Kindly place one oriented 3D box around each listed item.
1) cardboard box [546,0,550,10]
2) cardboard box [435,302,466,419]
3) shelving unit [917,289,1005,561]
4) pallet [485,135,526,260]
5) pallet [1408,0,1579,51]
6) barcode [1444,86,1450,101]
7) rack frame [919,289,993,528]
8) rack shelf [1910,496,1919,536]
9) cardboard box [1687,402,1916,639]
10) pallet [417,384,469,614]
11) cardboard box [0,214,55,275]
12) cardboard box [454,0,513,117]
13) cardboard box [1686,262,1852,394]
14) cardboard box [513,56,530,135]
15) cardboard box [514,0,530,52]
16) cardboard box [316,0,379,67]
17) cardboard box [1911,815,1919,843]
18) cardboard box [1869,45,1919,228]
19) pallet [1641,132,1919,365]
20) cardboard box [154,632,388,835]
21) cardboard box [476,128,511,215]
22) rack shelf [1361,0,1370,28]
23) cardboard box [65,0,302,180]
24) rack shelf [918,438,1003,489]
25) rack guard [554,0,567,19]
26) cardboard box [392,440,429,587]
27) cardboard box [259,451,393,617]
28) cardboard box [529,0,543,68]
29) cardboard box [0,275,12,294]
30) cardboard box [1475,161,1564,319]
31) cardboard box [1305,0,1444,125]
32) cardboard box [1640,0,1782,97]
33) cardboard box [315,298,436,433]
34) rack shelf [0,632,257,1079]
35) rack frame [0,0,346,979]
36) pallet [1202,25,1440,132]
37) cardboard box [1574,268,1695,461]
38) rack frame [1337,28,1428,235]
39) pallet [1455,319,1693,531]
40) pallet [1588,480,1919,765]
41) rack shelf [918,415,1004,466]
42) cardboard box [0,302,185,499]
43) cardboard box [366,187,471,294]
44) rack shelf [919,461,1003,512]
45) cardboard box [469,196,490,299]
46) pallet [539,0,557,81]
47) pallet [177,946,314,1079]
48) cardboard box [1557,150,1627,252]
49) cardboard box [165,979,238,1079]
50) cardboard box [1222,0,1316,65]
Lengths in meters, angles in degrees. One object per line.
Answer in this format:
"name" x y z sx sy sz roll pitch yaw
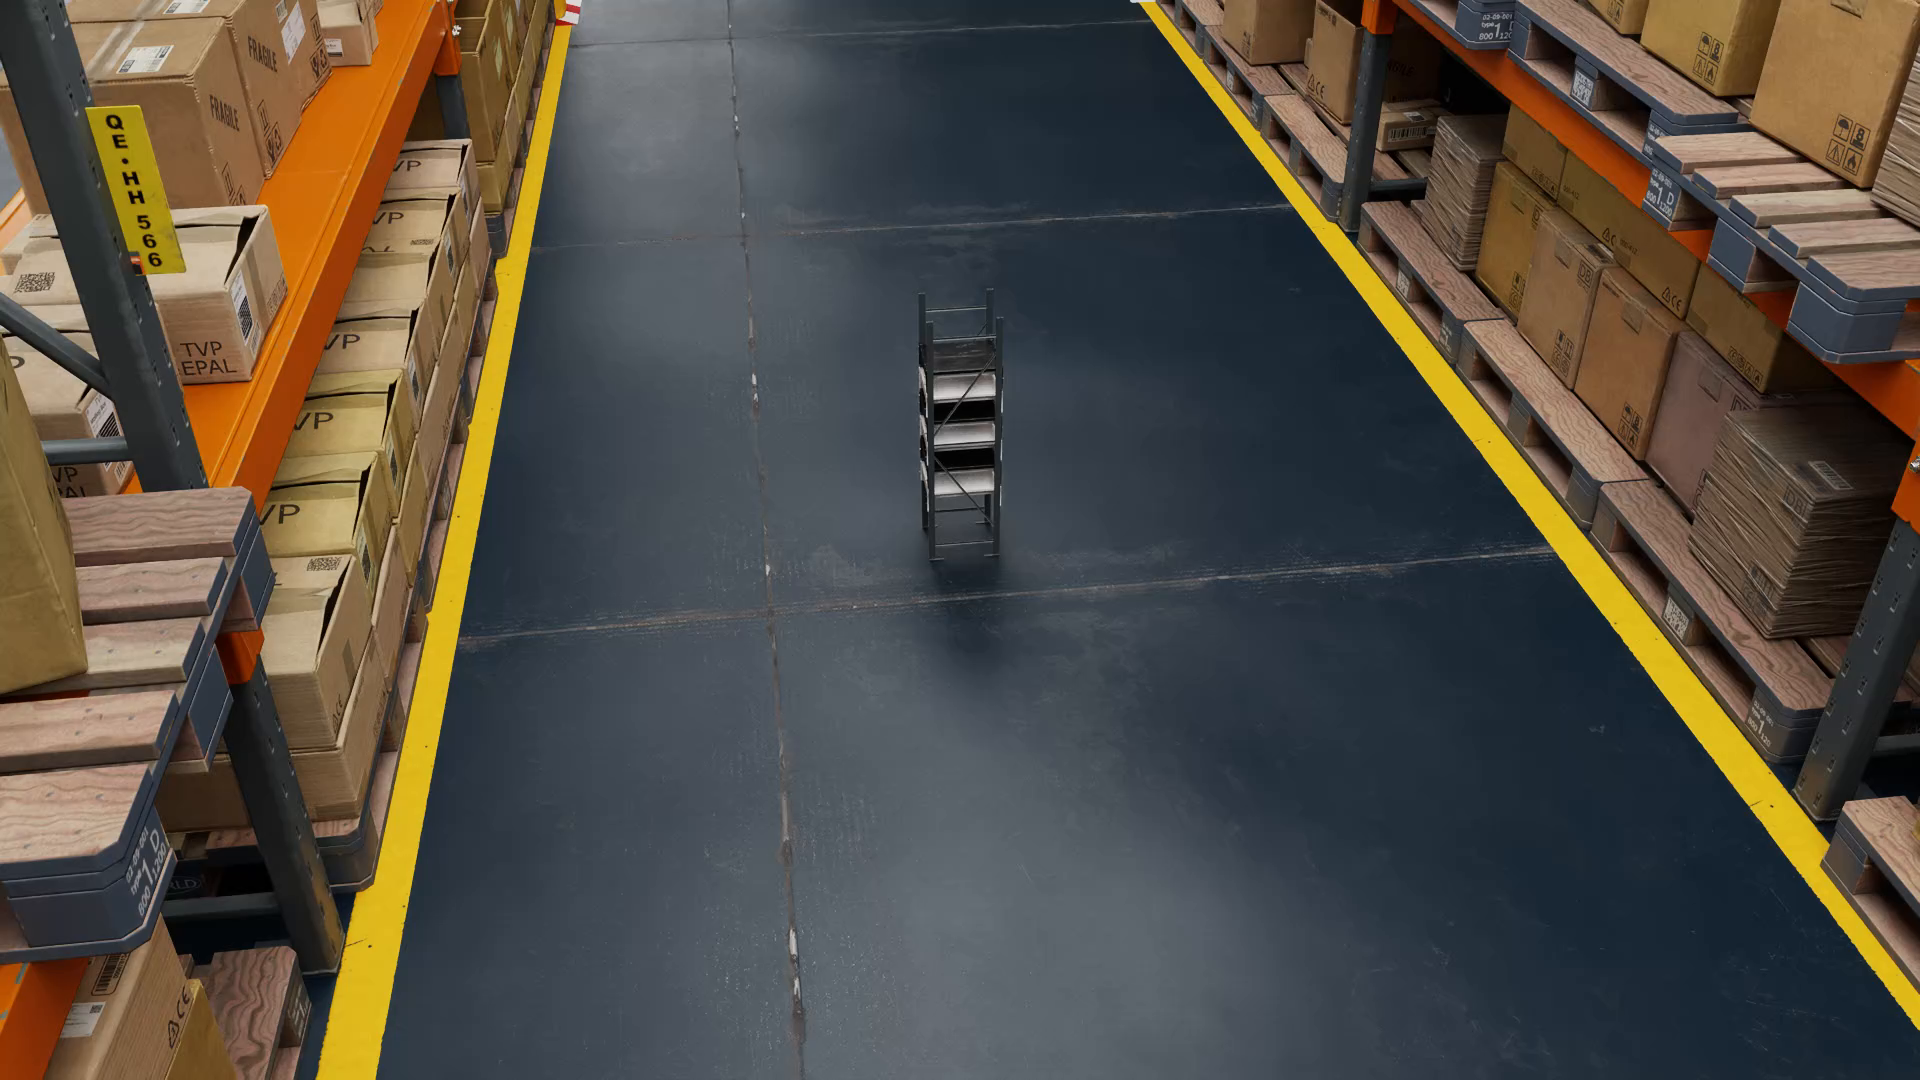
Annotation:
"cardboard box" -2.768 -3.373 10.105 0.500 0.250 0.500 -4 35 -6
"cardboard box" -2.117 -0.641 6.095 0.500 0.250 0.500 -4 34 -5
"shelving unit" 0.001 -0.367 5.490 0.258 0.900 0.210 -4 35 -6
"pallet" -2.661 -1.675 8.021 1.003 0.211 1.213 -4 35 -6
"pallet" 2.271 -2.241 6.545 1.003 0.211 1.213 -4 35 -6
"barcode" 2.496 -2.288 8.522 0.001 0.075 0.075 -4 35 -6
"rack frame" -0.013 -0.424 5.573 0.240 0.900 0.006 -4 35 -6
"rack shelf" 3.120 0.888 2.423 1.077 0.370 4.000 -4 35 -6
"cardboard box" 2.702 -0.072 5.022 0.700 0.500 0.500 -4 34 -6
"pallet" -2.290 -0.138 5.765 1.003 0.211 1.213 -4 35 -6
"cardboard box" -2.285 -0.752 4.413 0.380 0.149 0.250 -2 34 -3
"cardboard box" -2.423 -2.289 7.848 0.500 0.500 0.500 -4 35 -6
"cardboard box" 2.688 -0.705 5.284 0.500 0.250 0.500 -4 34 -5
"cardboard box" -2.482 -2.259 8.469 0.500 0.250 0.500 -4 35 -6
"cardboard box" -2.551 -2.847 8.667 0.500 0.500 0.500 -4 35 -6
"cardboard box" -2.295 -1.848 5.918 0.396 0.266 0.258 -5 35 -8
"cardboard box" 2.820 0.609 3.728 0.750 0.750 0.750 -5 35 -7
"cardboard box" 2.778 -1.010 4.090 0.700 0.500 0.500 -8 35 -12
"pallet" 2.649 -0.836 4.484 1.213 0.211 1.003 -4 35 -6
"cardboard box" -1.837 0.500 4.422 0.500 0.250 0.500 -4 35 -7
"cardboard box" -2.357 -1.700 7.649 0.500 0.250 0.500 -4 35 -6
"rack shelf" 2.044 -3.577 8.974 1.077 0.370 4.000 -4 35 -6
"cardboard box" -2.370 -1.419 5.079 0.500 0.500 0.500 -4 35 -6
"rack shelf" 0.001 -0.265 5.559 0.258 0.077 0.200 -4 35 -6
"rack guard" -3.137 -3.593 10.579 1.175 0.500 0.348 -4 35 -6
"cardboard box" -1.981 -0.070 5.258 0.500 0.250 0.500 -5 35 -8
"cardboard box" -1.916 -0.025 4.693 0.500 0.311 0.500 -5 35 -8
"cardboard box" -2.620 -2.816 9.288 0.500 0.250 0.500 -4 35 -6
"cardboard box" -2.452 -0.526 4.081 0.380 0.149 0.250 -4 35 -6
"cardboard box" 2.548 -1.213 6.695 0.700 0.500 0.500 -5 35 -7
"cardboard box" 2.134 -2.483 8.559 0.500 0.500 0.500 -7 35 -10
"cardboard box" 2.588 -1.704 5.107 0.700 0.500 0.500 -4 35 -6
"cardboard box" -2.052 -0.596 5.532 0.500 0.311 0.500 -5 35 -7
"rack shelf" -1.788 1.265 1.869 1.077 0.370 4.000 -4 35 -6
"rack frame" -2.057 -0.149 3.304 1.000 3.000 0.127 -4 35 -6
"pallet" 2.020 -2.660 9.466 1.003 0.211 1.213 -4 35 -6
"cardboard box" 2.653 -0.644 5.860 0.700 0.500 0.500 -5 35 -7
"rack frame" 2.313 -2.758 7.133 1.000 3.000 0.127 -4 35 -6
"pallet" 2.586 -0.489 6.280 1.003 0.211 1.213 -4 35 -6
"pallet" 2.747 0.190 5.283 1.003 0.211 1.213 -4 35 -6
"rack shelf" 0.001 -0.340 5.509 0.258 0.077 0.200 -4 35 -6
"cardboard box" -2.063 -0.318 3.632 0.500 0.311 0.500 -2 34 -3
"cardboard box" -2.181 -1.156 6.353 0.500 0.311 0.500 -3 34 -5
"rack shelf" 0.001 -0.191 5.610 0.258 0.077 0.200 -4 35 -6
"cardboard box" -2.252 -1.209 6.928 0.500 0.250 0.500 -5 35 -7
"pallet" -2.989 -3.037 10.019 1.003 0.211 1.213 -4 35 -6
"pallet" -1.994 1.423 3.474 1.003 0.211 1.213 -4 35 -6
"cardboard box" 2.565 -1.272 6.115 0.500 0.250 0.500 -5 35 -8
"cardboard box" -1.699 1.207 3.145 0.500 0.500 0.500 -3 34 -5
"cardboard box" 1.904 -3.015 9.339 0.700 0.500 0.500 -6 35 -9
